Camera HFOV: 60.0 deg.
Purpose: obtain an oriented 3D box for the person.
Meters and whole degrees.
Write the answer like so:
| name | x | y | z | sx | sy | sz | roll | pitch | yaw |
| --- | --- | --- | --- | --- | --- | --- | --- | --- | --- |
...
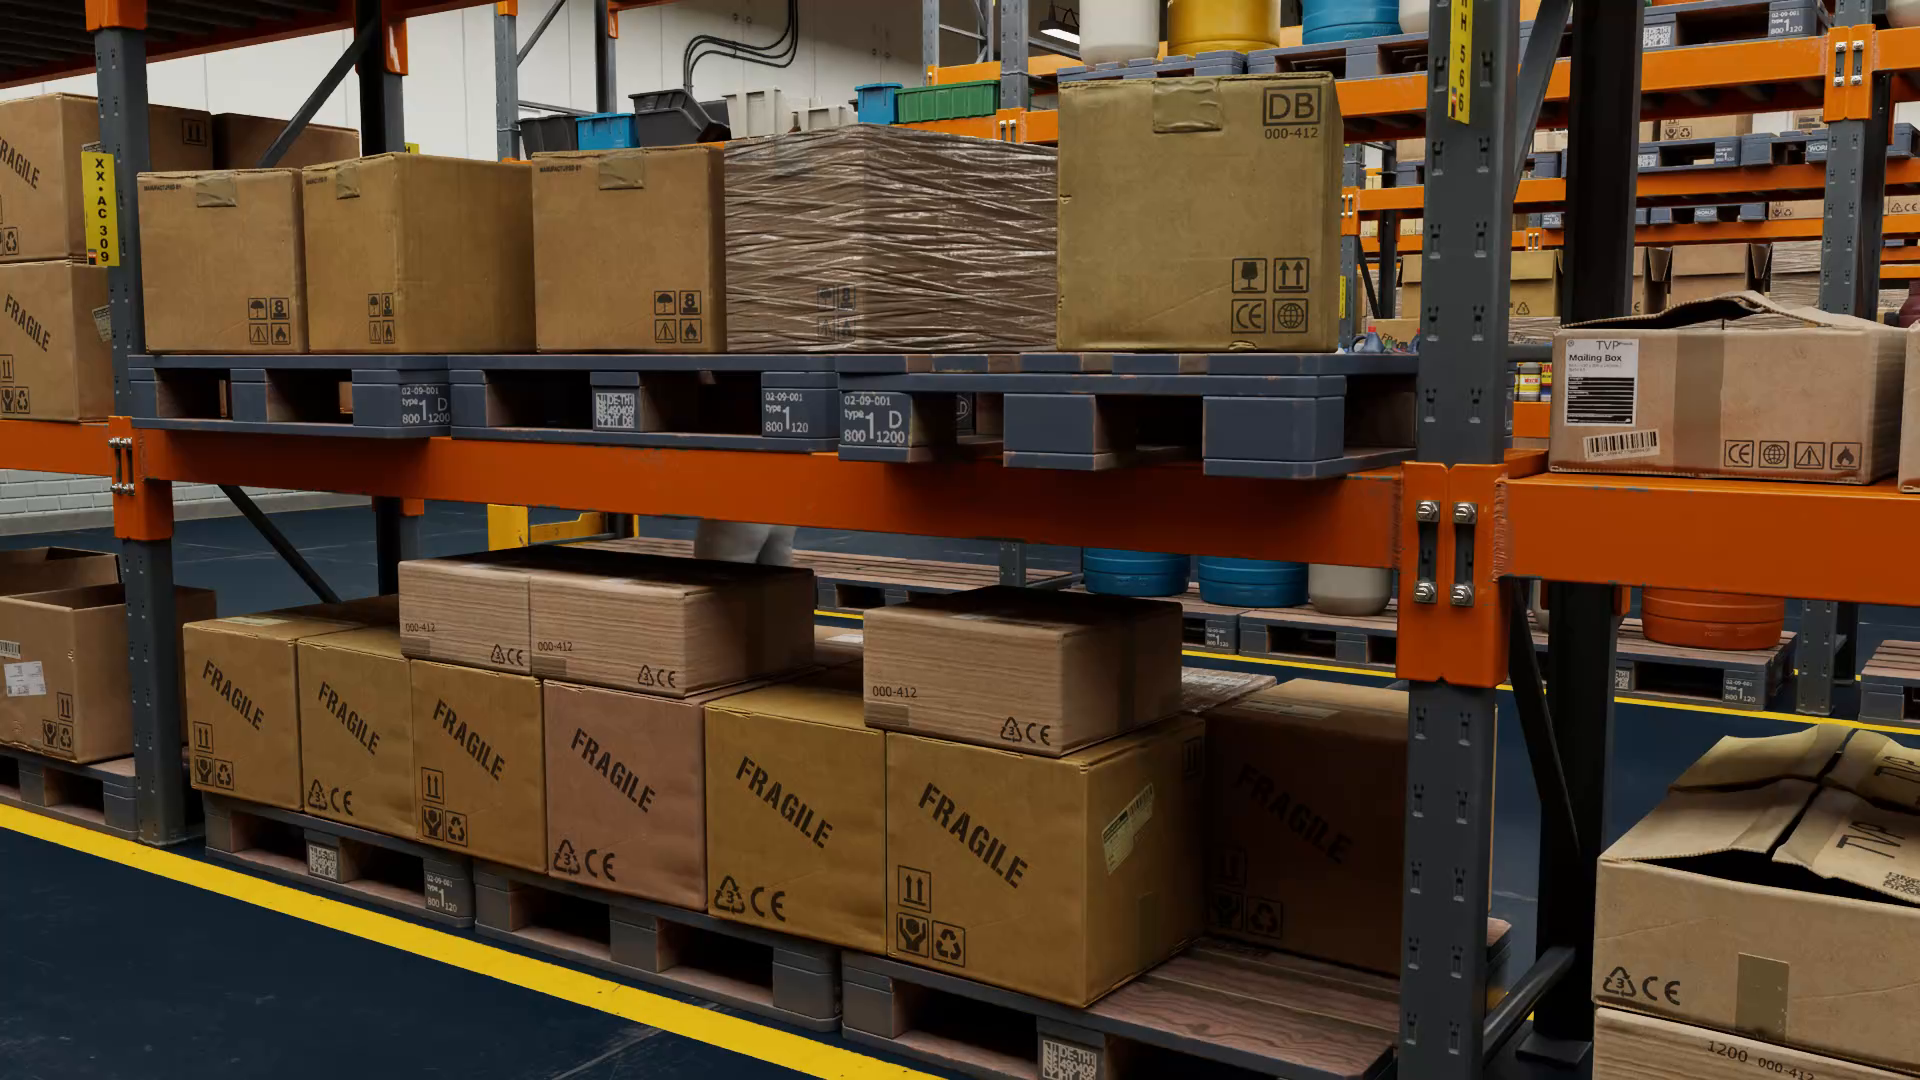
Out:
| name | x | y | z | sx | sy | sz | roll | pitch | yaw |
| --- | --- | --- | --- | --- | --- | --- | --- | --- | --- |
| person | -0.933 | -0.109 | 6.692 | 0.565 | 1.762 | 0.494 | 4 | 8 | 35 |
